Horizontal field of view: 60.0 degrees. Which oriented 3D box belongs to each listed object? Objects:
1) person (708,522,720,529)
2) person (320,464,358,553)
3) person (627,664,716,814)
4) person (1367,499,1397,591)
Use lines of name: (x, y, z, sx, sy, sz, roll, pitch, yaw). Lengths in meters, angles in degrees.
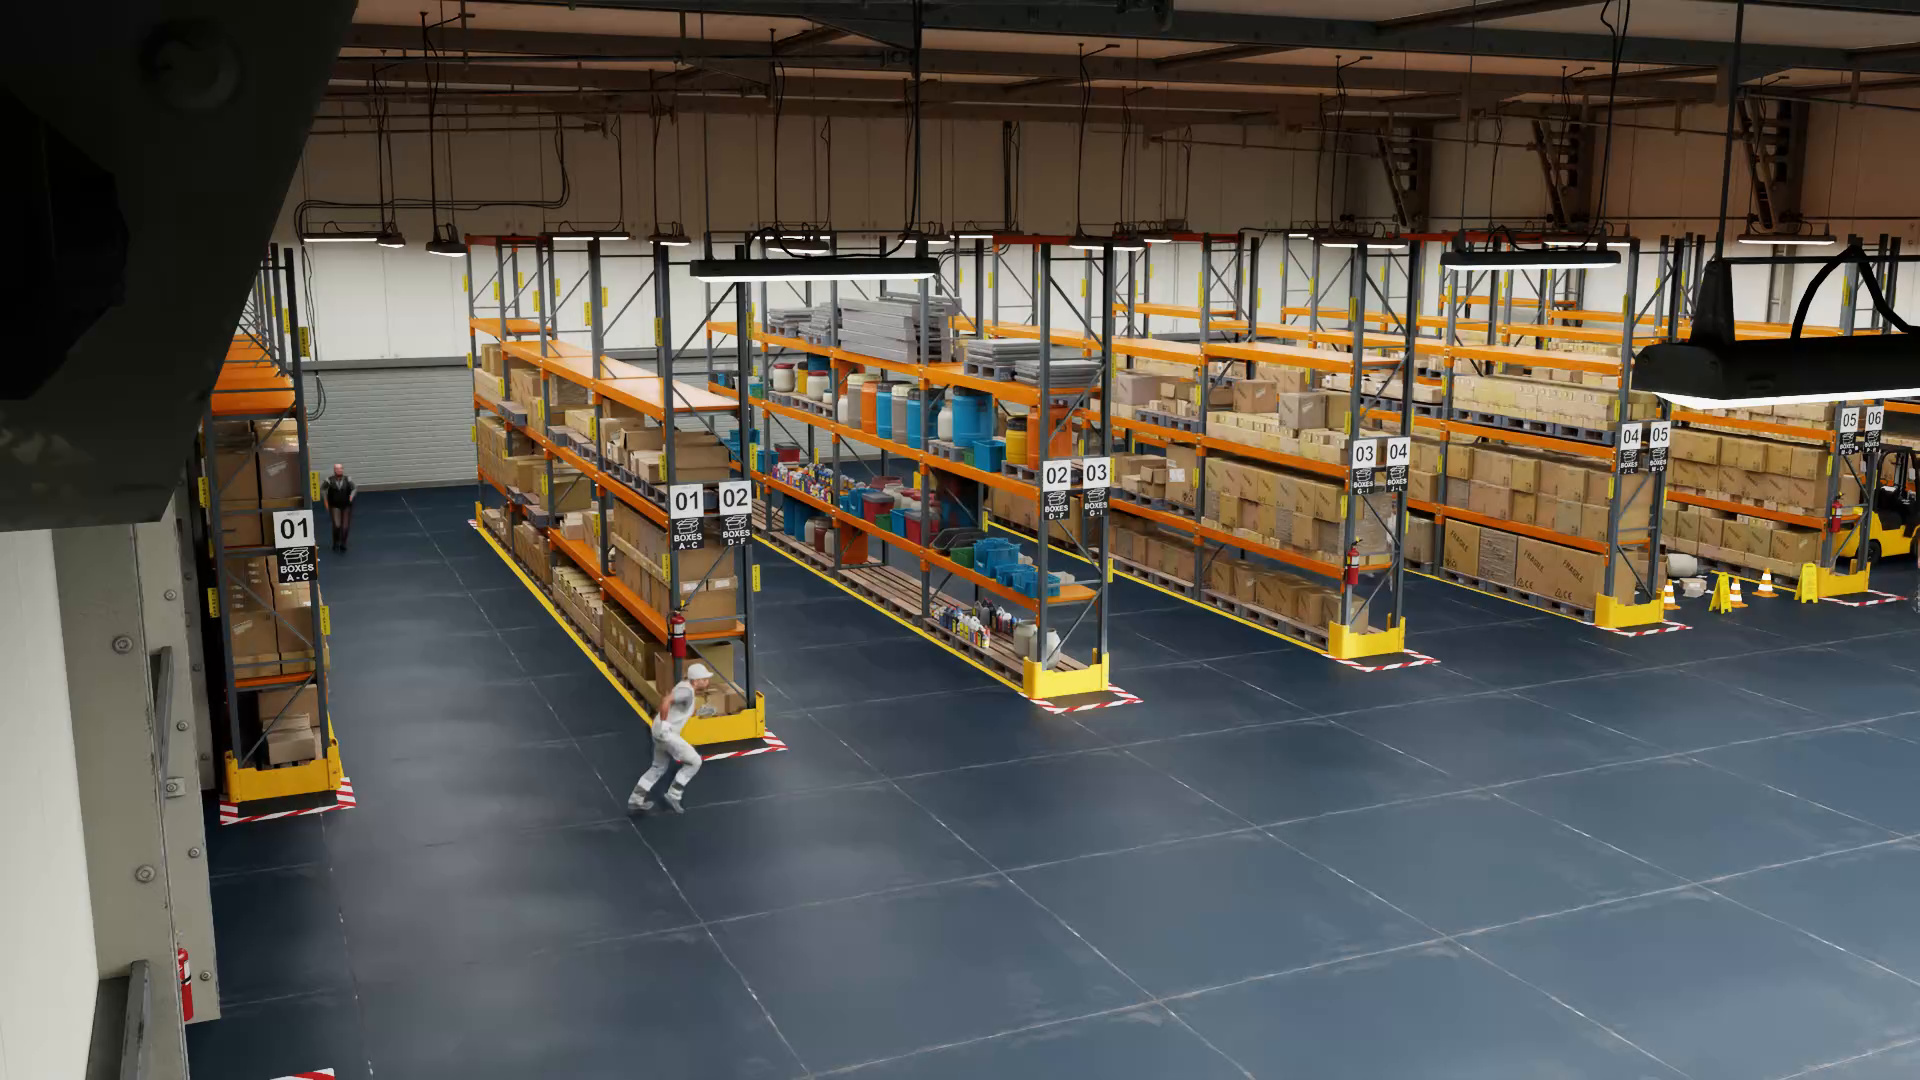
person: (-4.271, 0.065, 28.867, 1.031, 1.507, 0.728, 10, 15, 43)
person: (-11.847, -0.610, 31.811, 0.668, 1.709, 0.664, -6, 13, -28)
person: (-3.087, 2.152, 17.766, 0.976, 1.661, 0.712, -2, 11, -8)
person: (7.402, 0.034, 28.874, 0.650, 1.635, 0.965, -5, 12, -23)
